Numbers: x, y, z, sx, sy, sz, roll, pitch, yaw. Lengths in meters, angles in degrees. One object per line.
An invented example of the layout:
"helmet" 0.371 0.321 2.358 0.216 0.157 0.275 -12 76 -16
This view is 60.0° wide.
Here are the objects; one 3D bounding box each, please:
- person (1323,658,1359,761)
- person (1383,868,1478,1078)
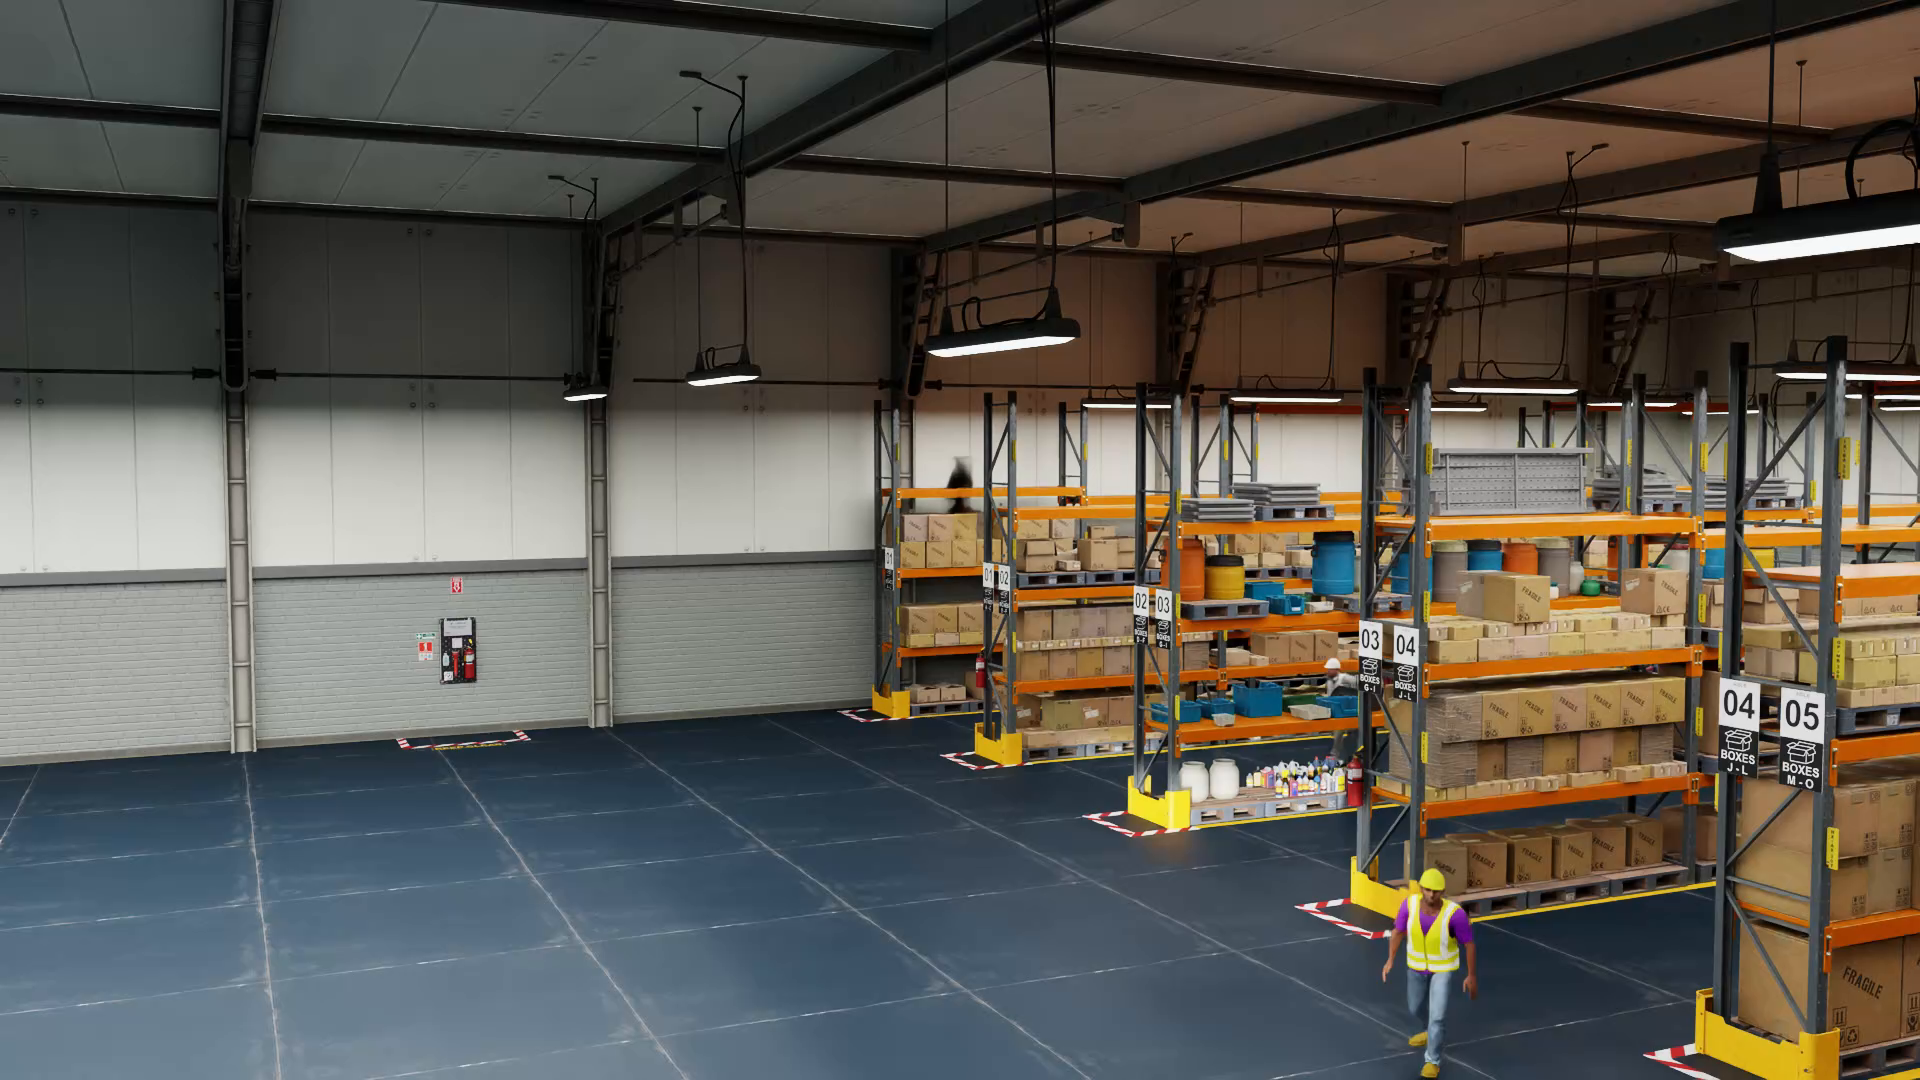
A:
"person" 6.310 2.762 26.986 1.032 1.733 0.698 -2 4 -35
"person" 3.952 3.523 13.784 0.779 1.698 0.837 2 4 33
